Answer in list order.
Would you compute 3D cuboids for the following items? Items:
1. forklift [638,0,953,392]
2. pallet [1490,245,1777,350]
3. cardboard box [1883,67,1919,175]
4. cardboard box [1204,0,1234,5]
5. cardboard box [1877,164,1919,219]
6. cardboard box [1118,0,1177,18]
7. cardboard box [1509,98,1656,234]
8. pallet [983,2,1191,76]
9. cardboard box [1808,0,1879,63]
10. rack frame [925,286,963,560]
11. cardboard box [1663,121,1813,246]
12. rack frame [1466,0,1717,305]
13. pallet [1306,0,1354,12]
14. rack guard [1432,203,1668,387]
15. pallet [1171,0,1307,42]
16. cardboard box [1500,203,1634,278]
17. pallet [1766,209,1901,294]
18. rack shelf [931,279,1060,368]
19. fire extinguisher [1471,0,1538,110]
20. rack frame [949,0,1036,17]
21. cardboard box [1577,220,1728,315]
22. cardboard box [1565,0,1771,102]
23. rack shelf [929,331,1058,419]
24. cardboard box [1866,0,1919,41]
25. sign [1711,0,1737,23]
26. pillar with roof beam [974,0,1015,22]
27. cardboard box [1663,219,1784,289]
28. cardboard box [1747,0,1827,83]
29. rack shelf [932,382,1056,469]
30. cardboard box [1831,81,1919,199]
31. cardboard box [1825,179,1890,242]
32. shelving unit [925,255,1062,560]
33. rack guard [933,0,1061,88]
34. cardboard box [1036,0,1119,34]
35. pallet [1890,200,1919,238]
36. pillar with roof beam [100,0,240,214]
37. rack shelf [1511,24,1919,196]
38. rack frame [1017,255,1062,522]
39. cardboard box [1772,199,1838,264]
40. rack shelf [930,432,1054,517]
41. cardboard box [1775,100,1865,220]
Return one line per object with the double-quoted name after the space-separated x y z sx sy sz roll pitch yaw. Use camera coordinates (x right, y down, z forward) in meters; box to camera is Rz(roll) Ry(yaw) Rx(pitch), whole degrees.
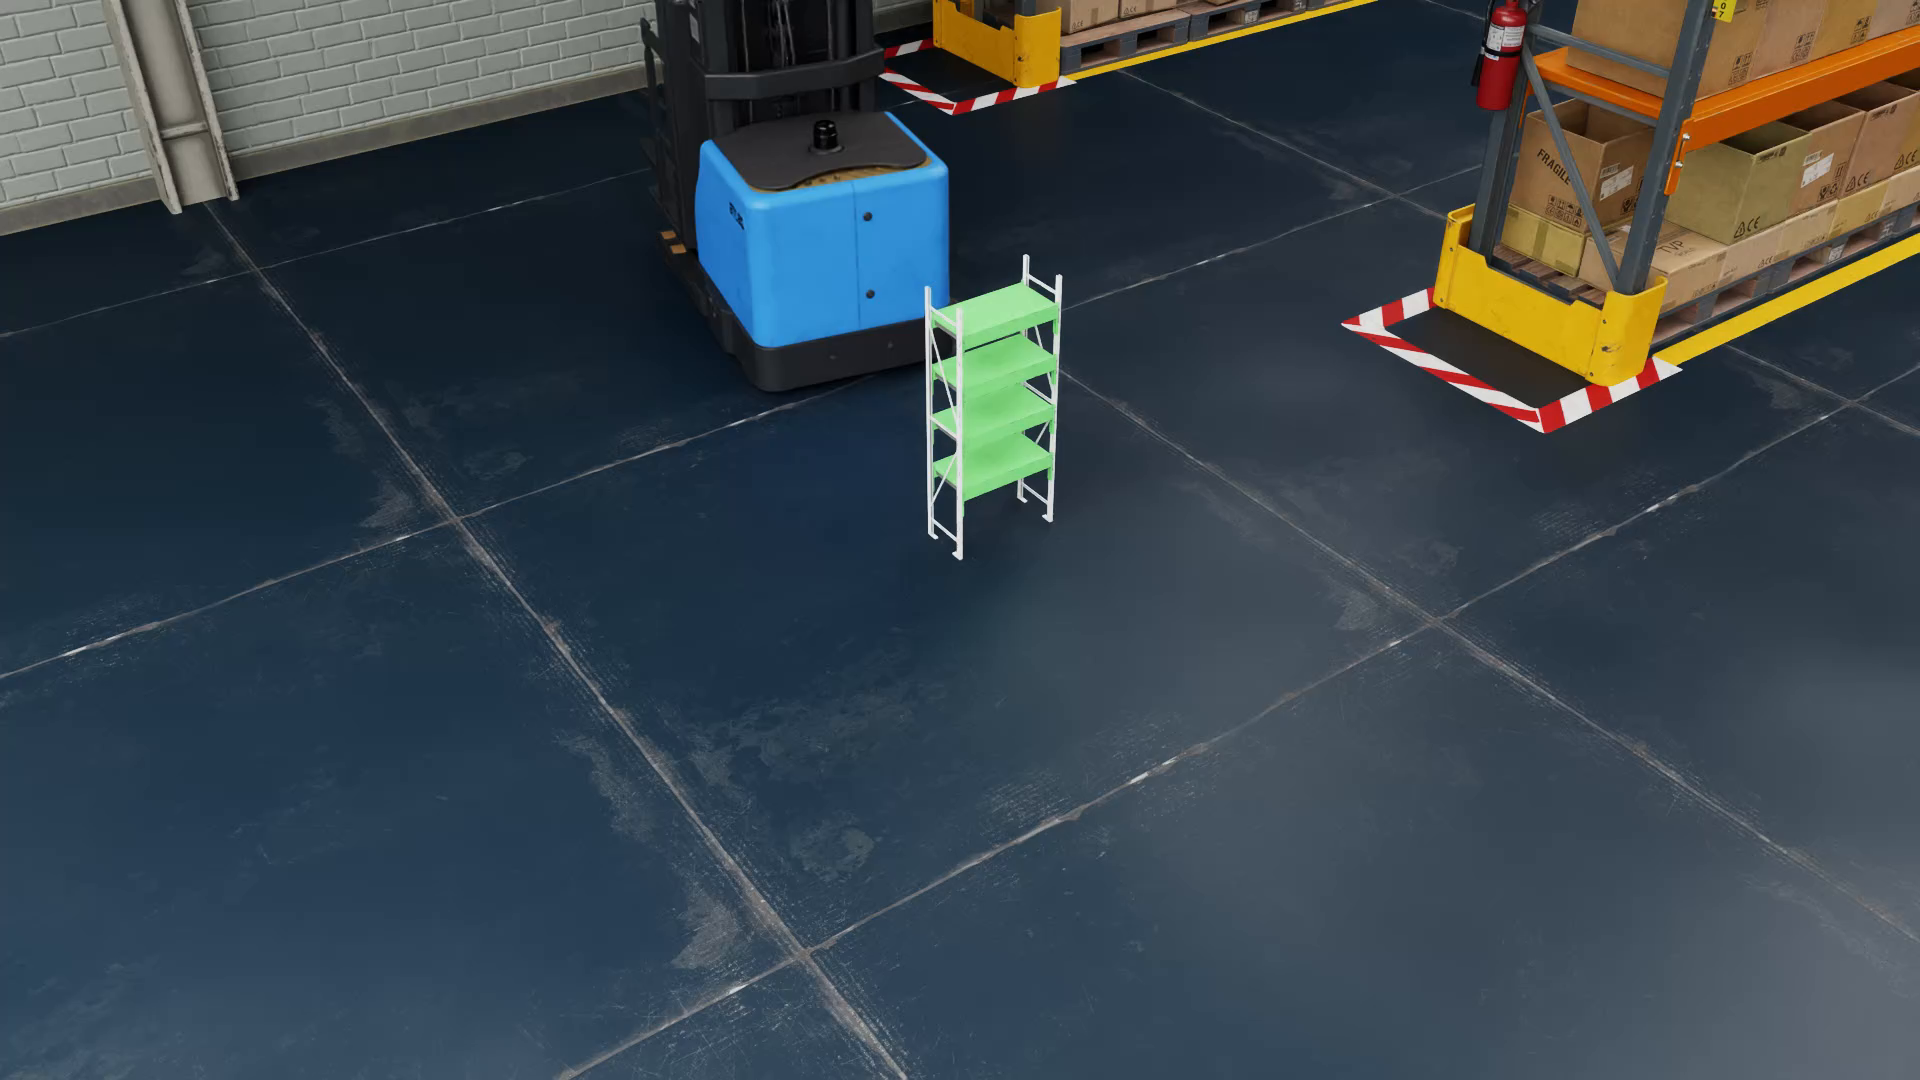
-1.086 -2.769 8.589 1.130 2.935 3.031 -14 38 -19 "forklift"
3.646 -1.460 9.099 1.213 0.211 1.003 -22 41 -28 "pallet"
5.240 -2.426 9.407 0.500 0.500 0.500 -22 41 -28 "cardboard box"
1.901 -4.446 12.626 0.500 0.500 0.700 -25 43 -31 "cardboard box"
5.247 -2.115 9.617 0.500 0.250 0.500 -22 41 -28 "cardboard box"
1.272 -4.146 12.372 0.500 0.311 0.500 -19 40 -24 "cardboard box"
3.312 -1.996 8.809 0.500 0.500 0.500 -22 41 -28 "cardboard box"
0.935 -3.827 12.391 1.213 0.211 1.003 -22 41 -28 "pallet"
4.270 -2.849 8.557 0.500 0.500 0.700 -22 41 -28 "cardboard box"
-0.064 -0.461 6.863 0.015 1.200 0.240 -22 41 -28 "rack frame"
4.020 -1.916 8.699 0.500 0.500 0.500 -22 41 -28 "cardboard box"
3.045 -2.314 7.899 0.127 3.000 1.000 -22 41 -28 "rack frame"
2.930 -4.648 13.532 1.213 0.211 1.003 -22 41 -28 "pallet"
3.026 -1.292 8.618 0.348 0.500 1.175 -22 41 -28 "rack guard"
1.932 -4.235 12.958 1.213 0.211 1.003 -22 41 -28 "pallet"
3.314 -1.690 9.026 0.500 0.250 0.500 -22 41 -28 "cardboard box"
4.643 -1.868 9.666 1.213 0.211 1.003 -22 41 -28 "pallet"
0.135 -0.881 6.734 0.480 0.148 0.258 -22 41 -28 "rack shelf"
2.681 -2.465 8.175 0.183 0.674 0.296 -22 41 -28 "fire extinguisher"
0.189 -4.677 11.185 0.127 3.000 1.000 -22 41 -28 "rack frame"
3.612 -1.443 8.682 0.500 0.250 0.500 -22 41 -28 "cardboard box"
3.434 -2.506 8.080 0.500 0.500 0.700 -22 41 -28 "cardboard box"
0.135 -0.686 6.874 0.480 0.148 0.258 -22 41 -28 "rack shelf"
4.698 -3.028 8.806 0.500 0.500 0.700 -21 41 -27 "cardboard box"
3.360 -2.431 7.252 0.005 0.325 0.100 -22 41 -28 "sign"
2.743 -5.707 7.478 0.400 9.000 9.100 -22 41 -28 "pillar with roof beam"
4.019 -1.613 8.919 0.500 0.250 0.500 -22 41 -28 "cardboard box"
3.861 -2.685 8.329 0.500 0.500 0.700 -21 41 -27 "cardboard box"
0.135 -0.491 7.014 0.480 0.148 0.258 -22 41 -28 "rack shelf"
4.840 -2.251 9.163 0.500 0.500 0.500 -22 41 -28 "cardboard box"
4.839 -1.947 9.383 0.500 0.250 0.500 -22 41 -28 "cardboard box"
0.135 -0.543 6.977 0.503 1.200 0.258 -22 41 -28 "shelving unit"
0.251 -3.688 11.950 0.348 0.500 1.175 -22 41 -28 "rack guard"
0.806 -3.954 12.105 0.500 0.311 0.500 -28 44 -33 "cardboard box"
5.641 -2.280 10.240 1.213 0.211 1.003 -22 41 -28 "pallet"
-2.162 -3.688 4.671 0.400 9.000 9.100 -22 41 -28 "pillar with roof beam"
4.680 -2.695 9.044 4.000 0.370 1.077 -22 41 -28 "rack shelf"
0.335 -0.625 7.091 0.015 1.200 0.240 -22 41 -28 "rack frame"
4.427 -1.781 9.152 0.500 0.250 0.500 -22 41 -28 "cardboard box"
0.135 -0.296 7.155 0.480 0.148 0.258 -22 41 -28 "rack shelf"
4.421 -2.091 8.941 0.500 0.500 0.500 -22 41 -28 "cardboard box"
